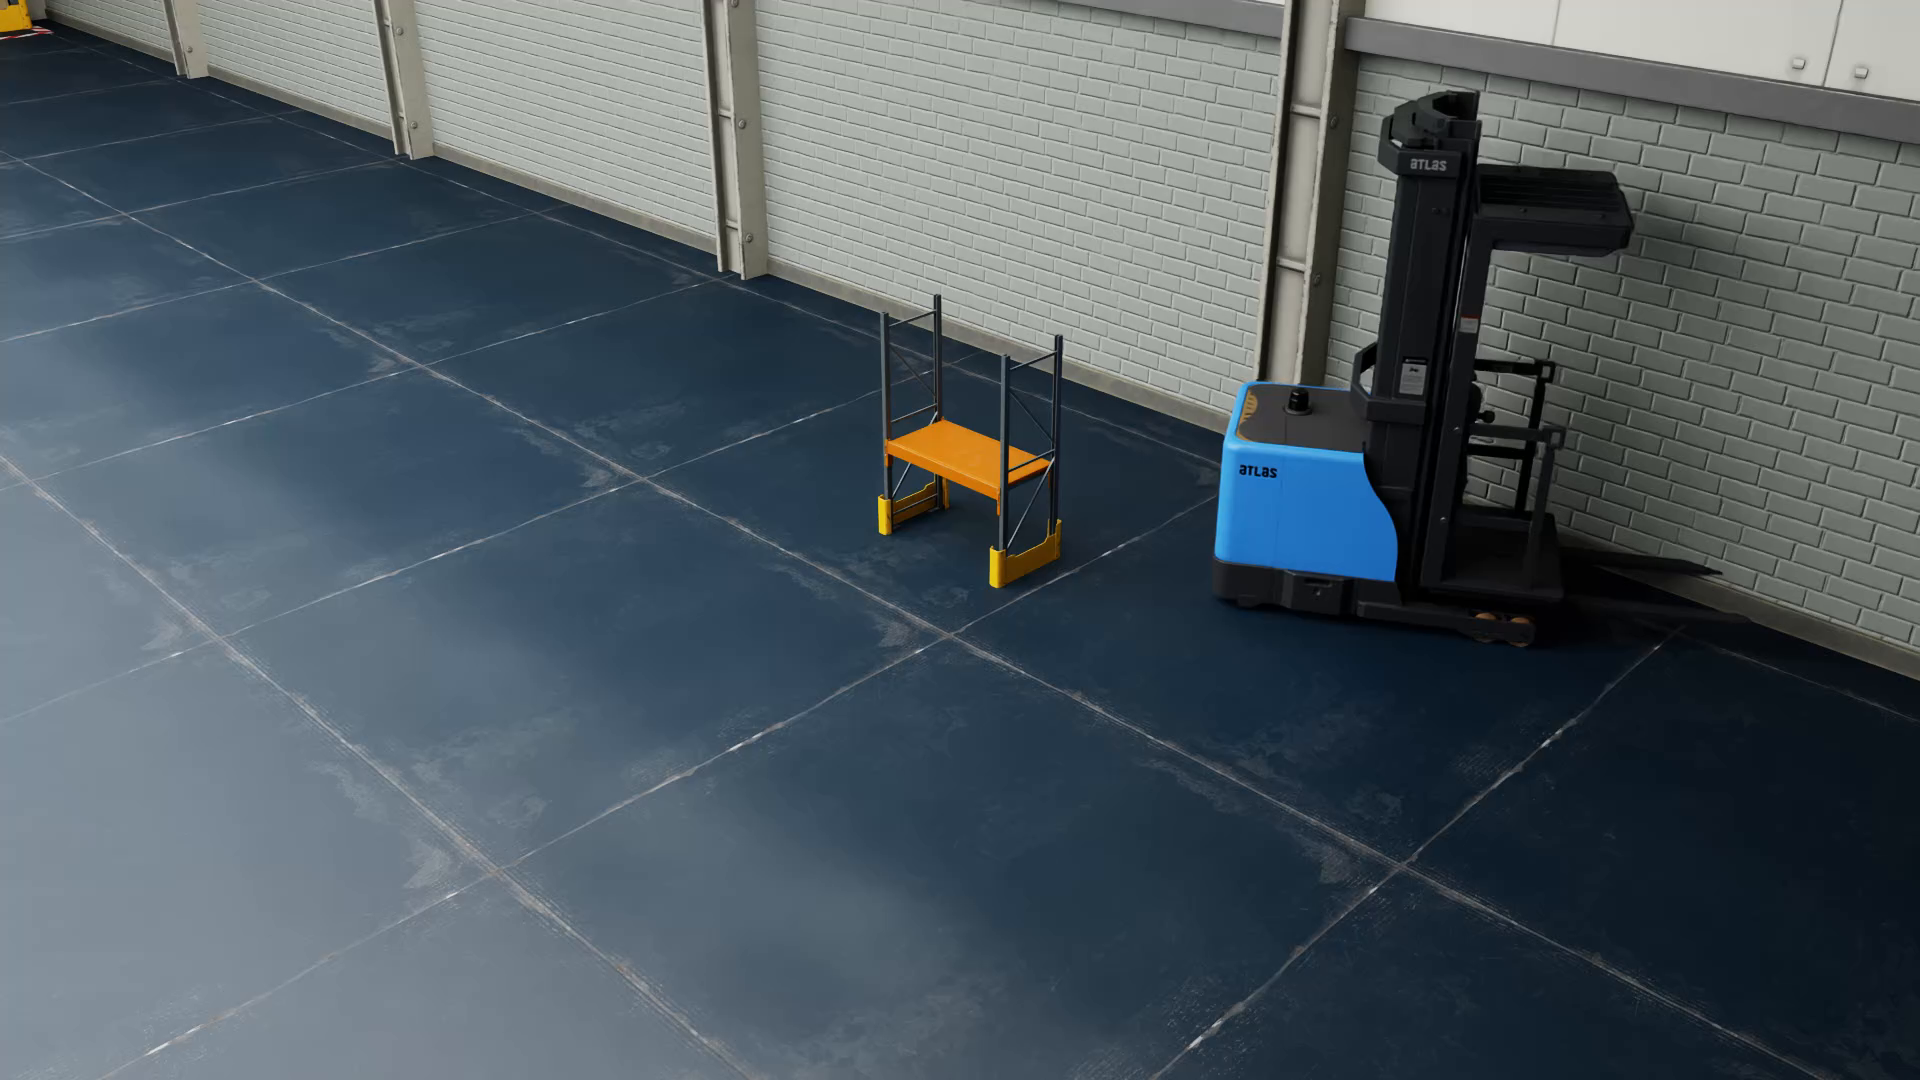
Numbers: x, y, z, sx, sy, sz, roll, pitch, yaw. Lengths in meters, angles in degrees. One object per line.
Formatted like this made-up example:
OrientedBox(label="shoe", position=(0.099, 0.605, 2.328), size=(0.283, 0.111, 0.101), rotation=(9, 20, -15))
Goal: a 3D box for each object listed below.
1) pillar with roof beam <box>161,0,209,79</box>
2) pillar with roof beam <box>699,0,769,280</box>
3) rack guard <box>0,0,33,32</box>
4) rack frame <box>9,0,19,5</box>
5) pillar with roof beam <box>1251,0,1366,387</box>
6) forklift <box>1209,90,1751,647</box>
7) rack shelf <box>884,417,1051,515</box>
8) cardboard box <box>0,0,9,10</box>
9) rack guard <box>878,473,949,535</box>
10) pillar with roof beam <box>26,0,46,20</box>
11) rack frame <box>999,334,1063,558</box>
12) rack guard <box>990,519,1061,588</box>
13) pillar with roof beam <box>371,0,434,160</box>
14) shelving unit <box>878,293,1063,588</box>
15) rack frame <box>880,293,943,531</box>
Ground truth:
OrientedBox(label="pillar with roof beam", position=(-13.588, -8.974, 18.142), size=(0.400, 9.000, 9.100), rotation=(25, 36, 38))
OrientedBox(label="pillar with roof beam", position=(-5.031, -5.059, 10.695), size=(0.400, 9.000, 9.100), rotation=(25, 36, 38))
OrientedBox(label="rack guard", position=(-14.967, -8.065, 25.544), size=(0.348, 0.500, 1.175), rotation=(25, 36, 38))
OrientedBox(label="rack frame", position=(-14.984, -9.179, 24.977), size=(0.127, 3.000, 1.000), rotation=(25, 36, 38))
OrientedBox(label="pillar with roof beam", position=(-0.753, -3.101, 6.972), size=(0.400, 9.000, 9.100), rotation=(25, 36, 38))
OrientedBox(label="forklift", position=(3.078, -0.957, 9.414), size=(3.031, 2.935, 1.130), rotation=(7, 29, 13))
OrientedBox(label="rack shelf", position=(0.061, -0.477, 10.425), size=(1.000, 0.185, 0.538), rotation=(25, 36, 38))
OrientedBox(label="cardboard box", position=(-15.197, -8.373, 25.948), size=(0.500, 0.250, 0.500), rotation=(25, 37, 39))
OrientedBox(label="rack guard", position=(-0.301, -0.248, 10.947), size=(0.087, 0.250, 0.587), rotation=(25, 36, 38))
OrientedBox(label="pillar with roof beam", position=(-17.867, -10.932, 21.865), size=(0.400, 9.000, 9.100), rotation=(25, 36, 38))
OrientedBox(label="rack frame", position=(0.423, -0.470, 10.026), size=(0.032, 1.500, 0.500), rotation=(25, 36, 38))
OrientedBox(label="rack guard", position=(0.409, 0.077, 10.329), size=(0.087, 0.250, 0.587), rotation=(25, 36, 38))
OrientedBox(label="pillar with roof beam", position=(-9.310, -7.017, 14.418), size=(0.400, 9.000, 9.100), rotation=(25, 36, 38))
OrientedBox(label="shelving unit", position=(0.054, -0.639, 10.347), size=(1.083, 1.500, 0.587), rotation=(25, 36, 38))
OrientedBox(label="rack frame", position=(-0.302, -0.802, 10.657), size=(0.032, 1.500, 0.500), rotation=(25, 36, 38))
